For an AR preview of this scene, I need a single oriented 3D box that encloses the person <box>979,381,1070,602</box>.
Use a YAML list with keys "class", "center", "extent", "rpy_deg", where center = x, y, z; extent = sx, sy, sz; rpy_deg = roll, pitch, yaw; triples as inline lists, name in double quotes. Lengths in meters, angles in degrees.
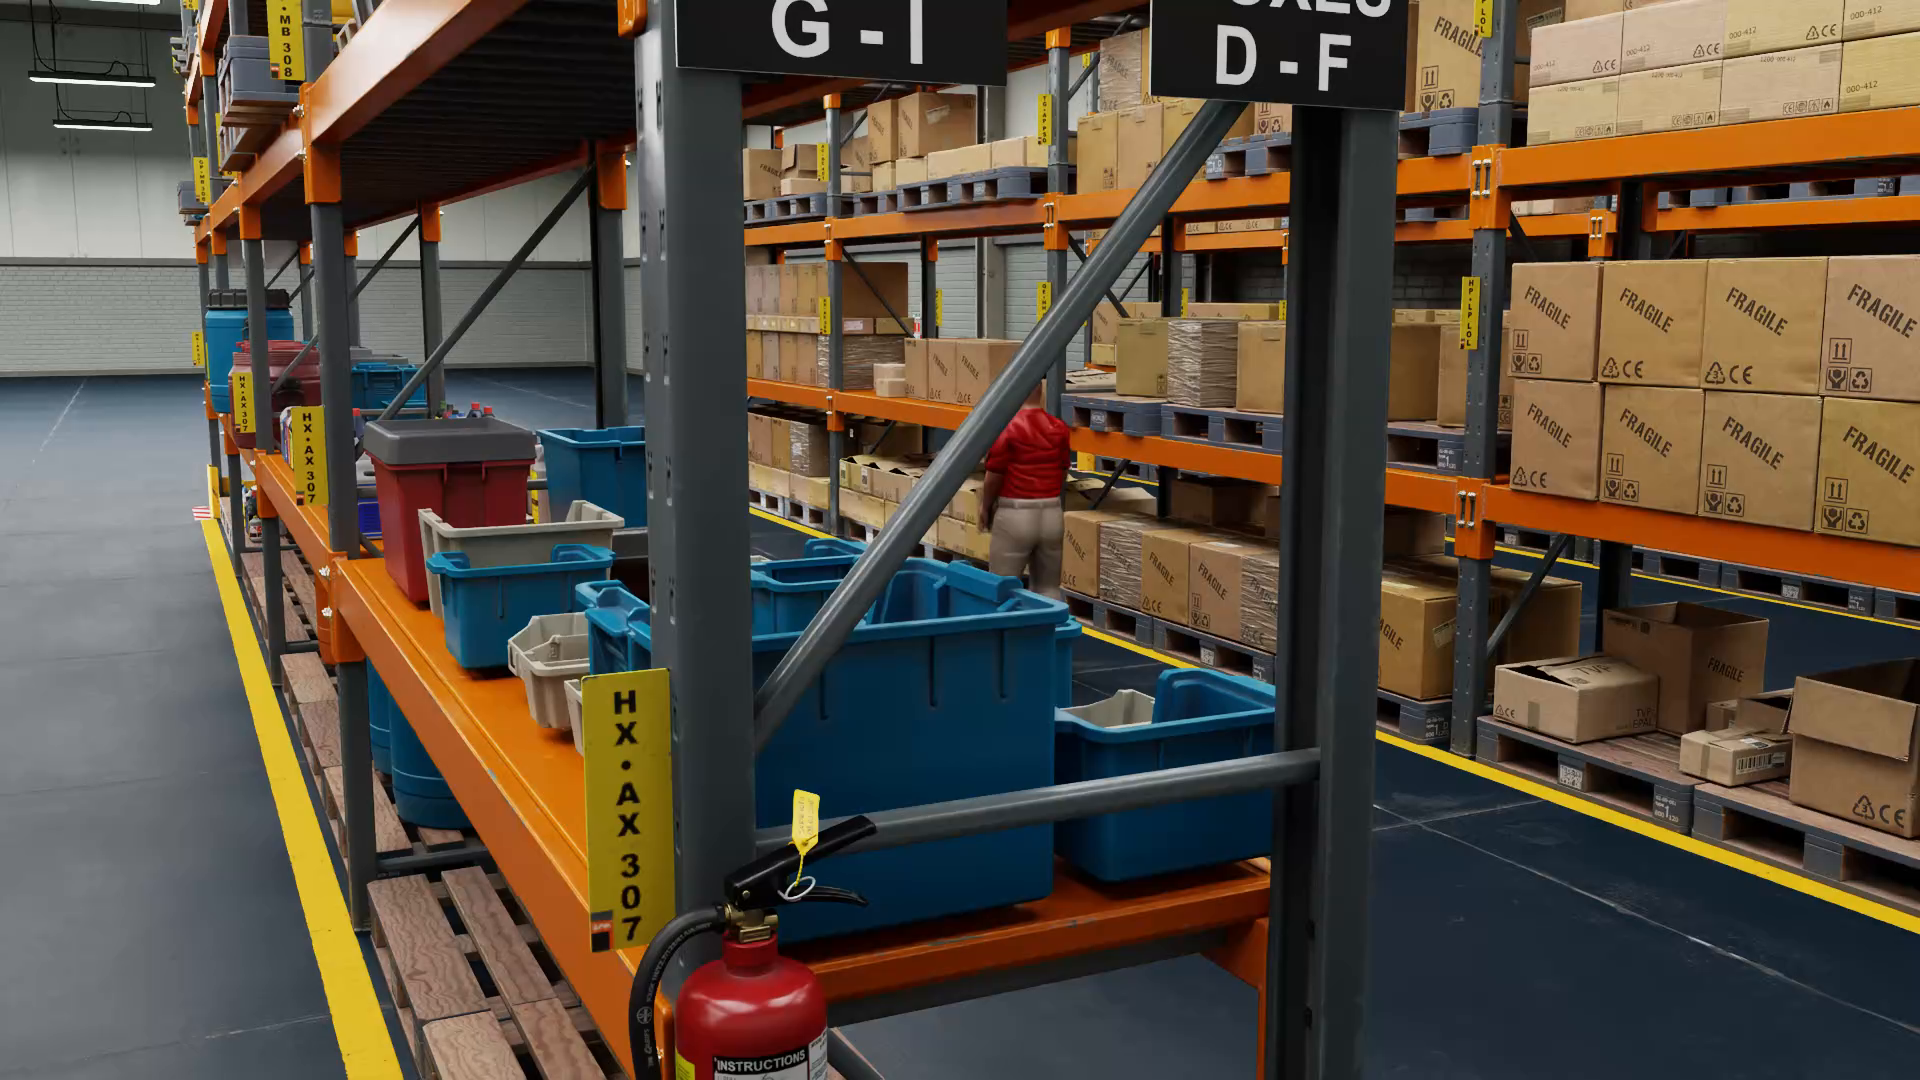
- class: "person"
  center: [0.346, -0.091, 9.484]
  extent: [0.527, 1.732, 0.496]
  rpy_deg: [-4, 9, -26]
